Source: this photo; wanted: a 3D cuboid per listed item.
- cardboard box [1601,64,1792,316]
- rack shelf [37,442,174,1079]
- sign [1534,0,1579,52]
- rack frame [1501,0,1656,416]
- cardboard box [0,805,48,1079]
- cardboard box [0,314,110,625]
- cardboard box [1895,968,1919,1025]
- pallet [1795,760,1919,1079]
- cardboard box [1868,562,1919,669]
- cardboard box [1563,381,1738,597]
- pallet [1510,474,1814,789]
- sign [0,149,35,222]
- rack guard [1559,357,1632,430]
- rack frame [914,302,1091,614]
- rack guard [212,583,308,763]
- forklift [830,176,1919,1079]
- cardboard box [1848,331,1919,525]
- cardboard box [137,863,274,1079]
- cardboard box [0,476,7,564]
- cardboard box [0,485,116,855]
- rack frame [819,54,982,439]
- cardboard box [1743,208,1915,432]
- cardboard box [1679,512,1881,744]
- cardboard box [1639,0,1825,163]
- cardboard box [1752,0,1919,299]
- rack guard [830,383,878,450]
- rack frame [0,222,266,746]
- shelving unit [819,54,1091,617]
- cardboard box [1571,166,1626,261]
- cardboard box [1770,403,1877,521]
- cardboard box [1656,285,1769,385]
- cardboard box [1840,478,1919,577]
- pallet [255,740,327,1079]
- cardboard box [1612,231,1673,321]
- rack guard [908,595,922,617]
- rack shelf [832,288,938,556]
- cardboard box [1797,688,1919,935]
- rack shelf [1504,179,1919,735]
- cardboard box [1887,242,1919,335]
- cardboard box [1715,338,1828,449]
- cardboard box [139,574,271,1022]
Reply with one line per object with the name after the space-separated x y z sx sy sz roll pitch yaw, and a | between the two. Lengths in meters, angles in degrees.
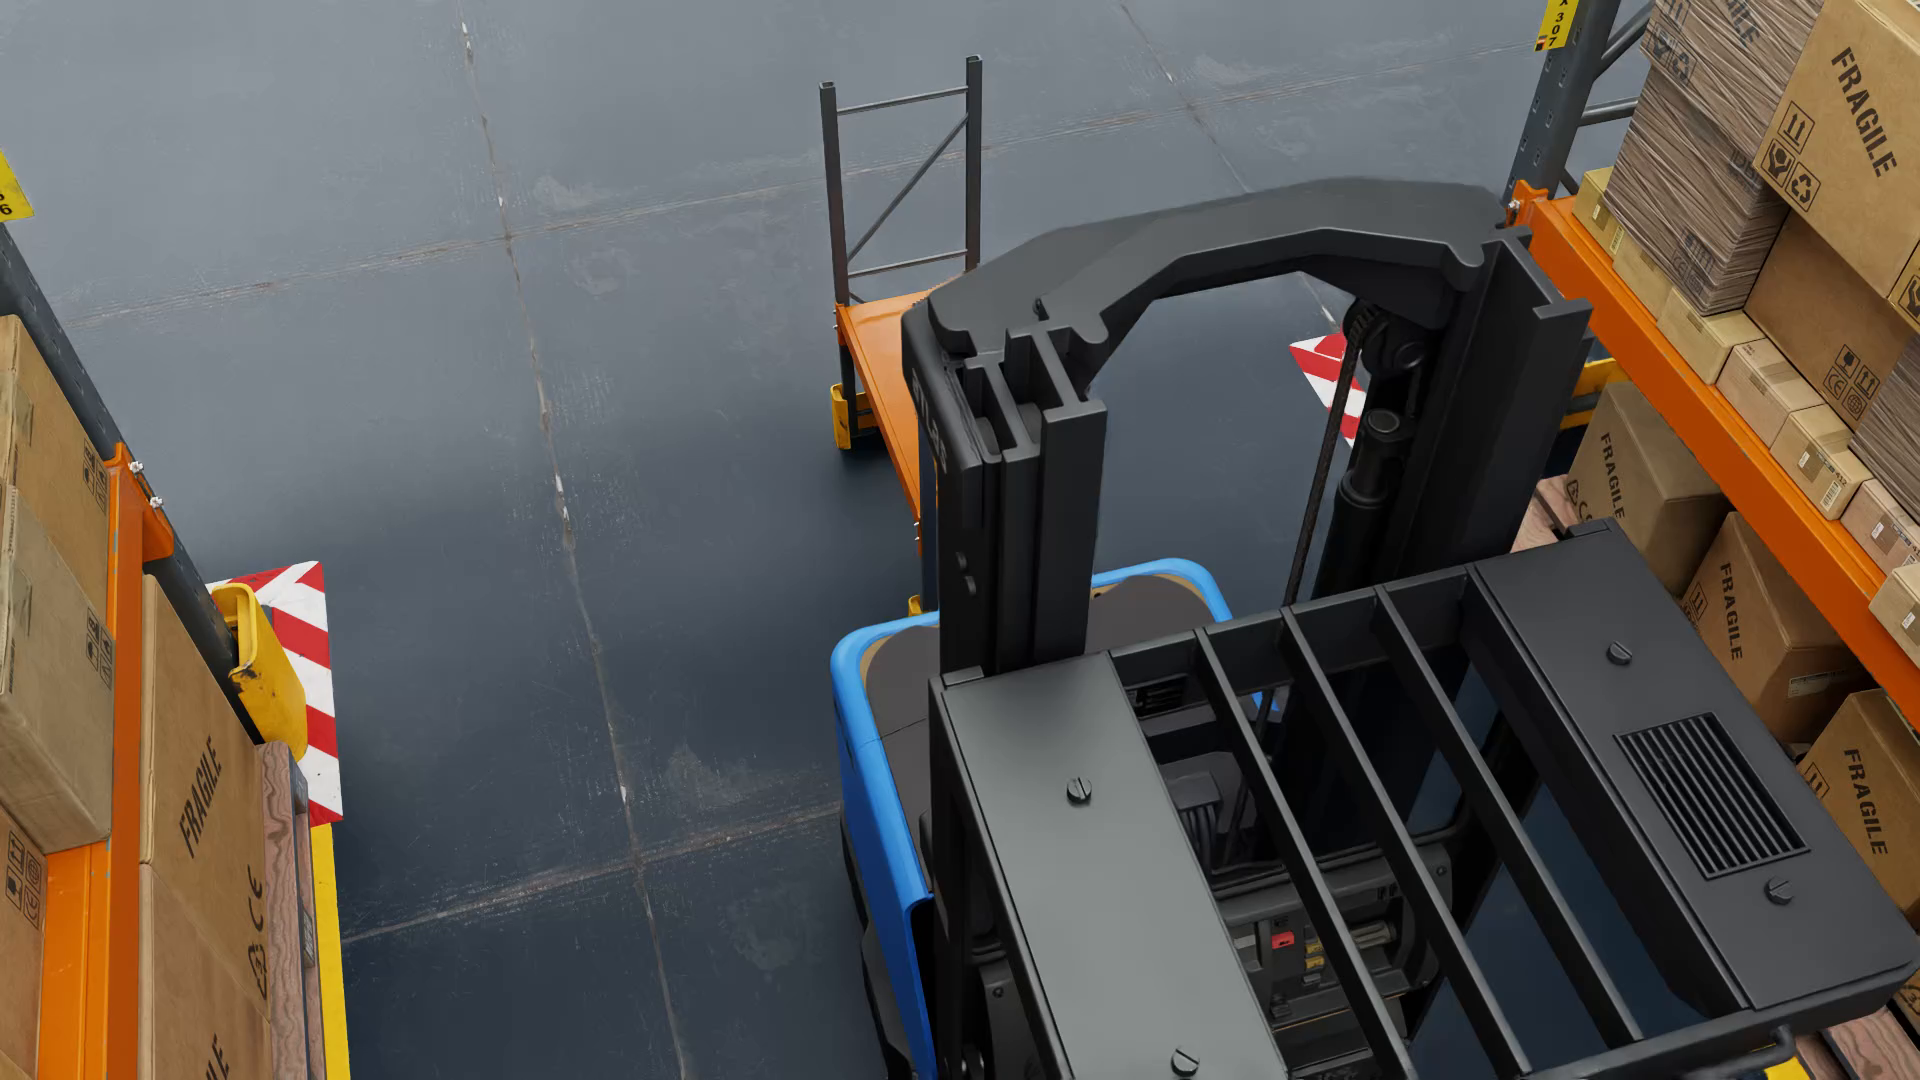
2.279 -1.022 4.389 0.875 0.500 0.500 -13 51 -11 | cardboard box
-2.034 1.439 3.046 1.077 0.370 4.000 -13 51 -11 | rack shelf
1.624 -1.458 4.451 0.100 0.325 0.005 -13 51 -11 | sign
2.142 -1.301 4.885 1.000 3.000 0.127 -13 51 -11 | rack frame
-2.244 0.793 3.022 0.875 0.550 0.550 -13 51 -11 | cardboard box
-2.473 -0.041 3.725 0.875 0.550 0.550 -13 51 -11 | cardboard box
2.810 1.137 4.190 0.500 0.500 0.500 -17 52 -14 | cardboard box
2.728 1.144 4.648 1.003 0.211 1.213 -13 51 -11 | pallet
2.350 0.159 3.818 0.380 0.149 0.250 -13 51 -11 | cardboard box
2.311 -0.171 5.293 0.500 0.500 0.500 -5 50 -4 | cardboard box
2.371 0.254 5.398 1.003 0.211 1.213 -13 51 -11 | pallet
-2.103 -0.816 3.564 0.100 0.325 0.005 -13 51 -11 | sign
2.165 -0.440 5.794 1.175 0.500 0.348 -13 51 -11 | rack guard
0.125 -0.174 4.916 0.500 1.500 0.032 -13 51 -11 | rack frame
-2.633 0.534 4.972 1.175 0.500 0.348 -13 51 -11 | rack guard
0.560 0.965 3.020 1.130 2.935 3.031 -13 51 -10 | forklift
2.648 -0.308 3.788 0.875 0.500 0.500 -13 51 -11 | cardboard box
-2.100 1.418 3.707 0.875 0.875 0.875 -14 51 -12 | cardboard box
-2.302 0.011 2.975 0.875 0.550 0.550 -13 51 -11 | cardboard box
-2.289 0.356 3.390 0.875 0.550 0.550 -13 51 -11 | cardboard box
-0.176 -0.917 5.542 0.500 1.500 0.032 -13 51 -11 | rack frame
2.541 -0.683 4.104 0.875 0.500 0.500 -13 51 -11 | cardboard box
2.520 0.258 4.931 0.500 0.500 0.500 -2 50 -1 | cardboard box
2.044 -1.288 3.960 0.500 0.500 0.500 -13 51 -11 | cardboard box
2.186 -0.922 3.651 0.500 0.500 0.500 -13 51 -11 | cardboard box
-0.170 -0.500 6.008 0.587 0.250 0.087 -13 51 -11 | rack guard
-2.626 -0.254 4.002 1.000 3.000 0.127 -13 51 -11 | rack frame
-0.023 -0.539 5.224 0.587 1.500 1.083 -13 51 -11 | shelving unit
1.999 -0.958 4.760 0.380 0.149 0.250 -13 51 -11 | cardboard box
2.275 -0.223 4.141 0.380 0.149 0.250 -13 51 -11 | cardboard box
2.114 -0.585 4.446 0.380 0.149 0.250 -13 51 -11 | cardboard box
2.375 -0.047 3.992 0.380 0.149 0.250 -13 51 -11 | cardboard box
-2.315 1.211 4.591 1.003 0.211 1.213 -13 51 -11 | pallet
2.054 -0.771 4.603 0.380 0.149 0.250 -13 51 -11 | cardboard box
0.125 0.227 5.395 0.587 0.250 0.087 -13 51 -11 | rack guard
-0.025 -0.430 5.367 0.538 0.185 1.000 -13 51 -11 | rack shelf
2.687 0.719 4.542 0.500 0.500 0.500 -9 50 -8 | cardboard box
2.734 0.391 3.929 1.077 0.370 4.000 -13 51 -11 | rack shelf
2.335 -0.557 3.344 0.500 0.500 0.500 -13 51 -11 | cardboard box
2.208 -0.407 4.296 0.380 0.149 0.250 -13 51 -11 | cardboard box
-2.362 0.776 4.249 0.875 0.875 0.875 -13 51 -11 | cardboard box
